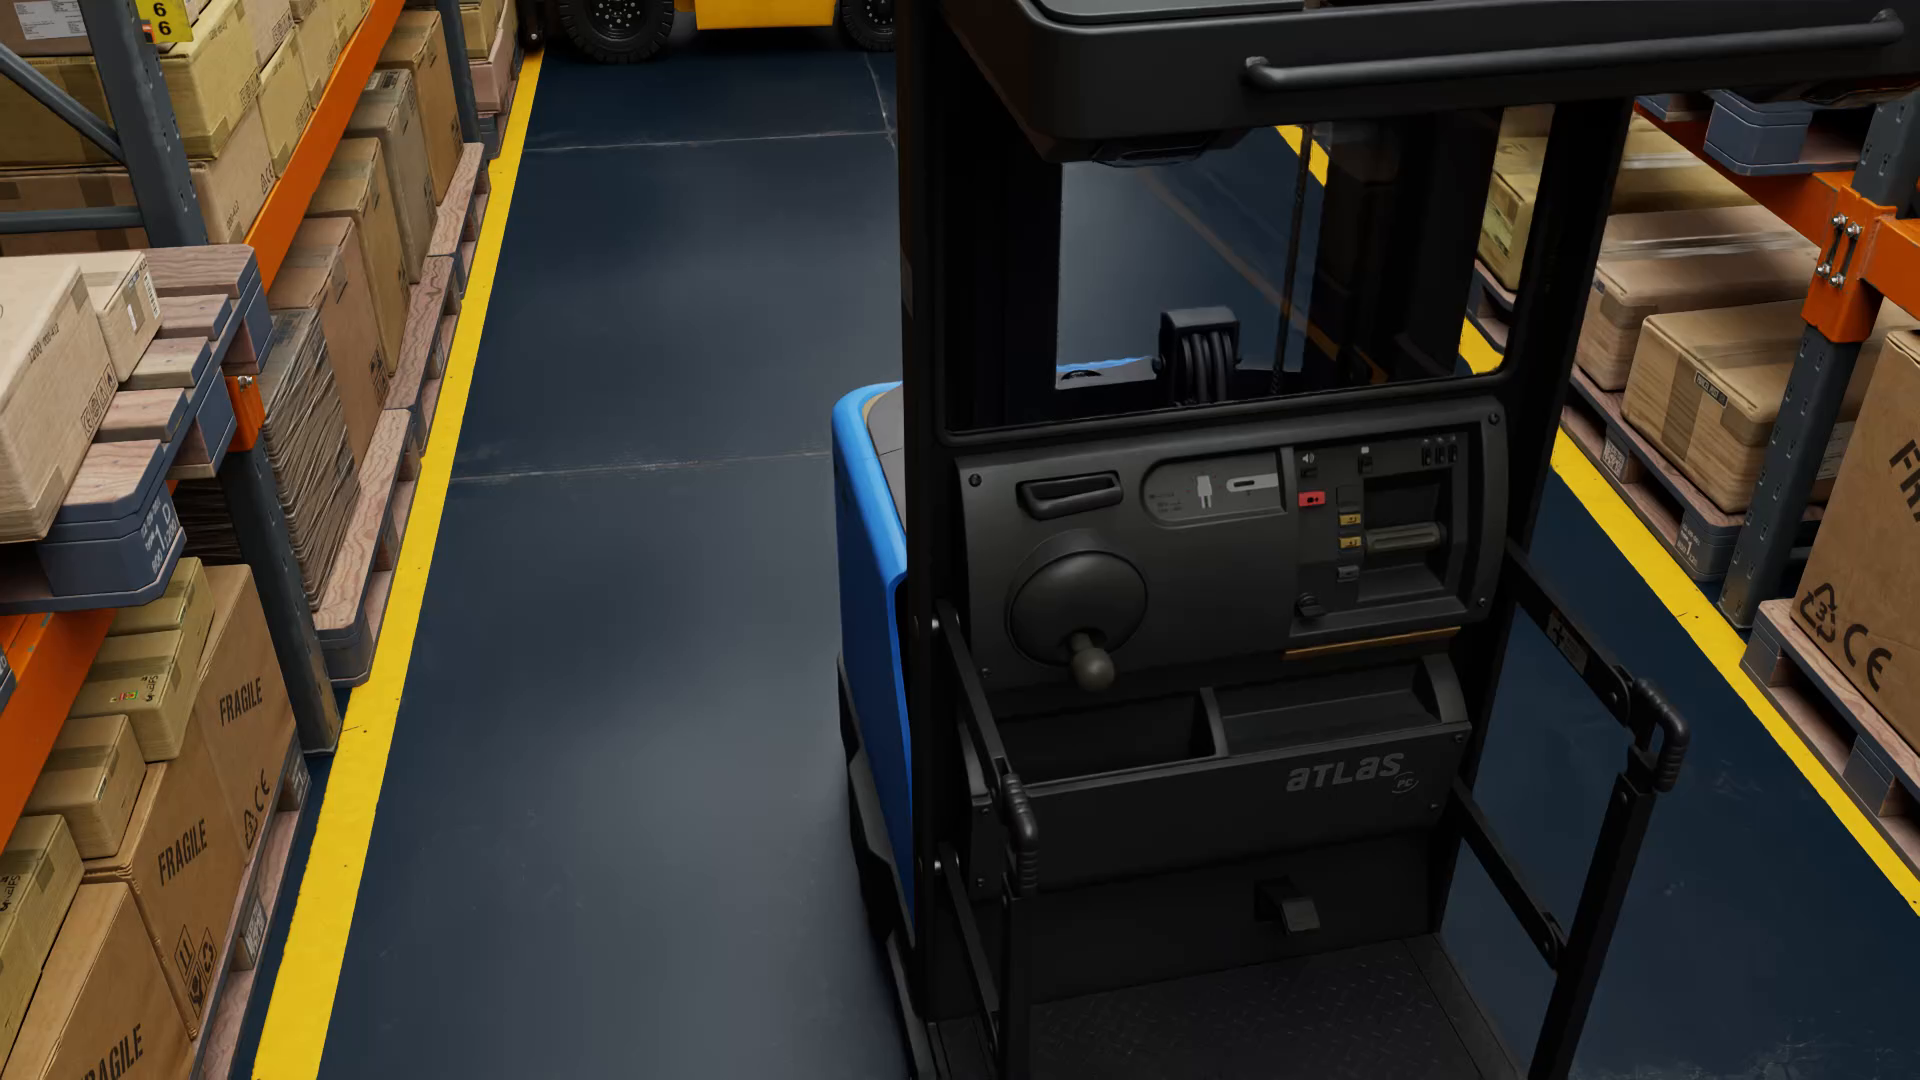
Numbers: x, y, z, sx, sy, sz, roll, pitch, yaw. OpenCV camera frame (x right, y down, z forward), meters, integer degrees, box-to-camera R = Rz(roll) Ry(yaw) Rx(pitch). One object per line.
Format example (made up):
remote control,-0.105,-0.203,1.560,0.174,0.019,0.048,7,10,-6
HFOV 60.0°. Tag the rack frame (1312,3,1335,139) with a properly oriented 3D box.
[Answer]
rack frame,2.218,-3.276,7.393,1.000,3.000,0.127,-4,35,-6

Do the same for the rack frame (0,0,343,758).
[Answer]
rack frame,-2.163,-0.665,3.563,1.000,3.000,0.127,-4,35,-6

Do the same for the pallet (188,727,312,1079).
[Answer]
pallet,-2.100,0.906,3.733,1.003,0.211,1.213,-4,35,-6

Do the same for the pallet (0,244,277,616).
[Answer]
pallet,-2.002,-0.213,3.070,1.213,0.211,1.003,-4,35,-6

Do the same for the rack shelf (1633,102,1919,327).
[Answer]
rack shelf,2.487,-1.862,5.958,1.077,0.370,4.000,-4,35,-6

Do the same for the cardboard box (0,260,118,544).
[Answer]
cardboard box,-1.700,-0.213,2.659,0.500,0.250,0.500,-6,35,-9

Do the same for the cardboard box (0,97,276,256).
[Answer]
cardboard box,-1.980,-0.870,3.996,0.500,0.250,0.500,-4,35,-6

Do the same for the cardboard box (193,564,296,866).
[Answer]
cardboard box,-1.893,0.414,3.826,0.500,0.500,0.500,-3,34,-5

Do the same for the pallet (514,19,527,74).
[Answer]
pallet,-2.933,-2.875,9.281,1.003,0.211,1.213,-4,35,-6

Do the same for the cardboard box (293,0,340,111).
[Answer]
cardboard box,-2.119,-1.438,4.829,0.500,0.250,0.500,-5,35,-8

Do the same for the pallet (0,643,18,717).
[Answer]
pallet,-1.896,0.499,2.025,1.003,0.211,1.213,-4,35,-6

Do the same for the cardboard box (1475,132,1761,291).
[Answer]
cardboard box,2.486,-1.282,6.428,0.950,0.372,0.625,-3,34,-5

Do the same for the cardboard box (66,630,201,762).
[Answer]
cardboard box,-1.778,0.332,3.370,0.380,0.149,0.250,-6,35,-9

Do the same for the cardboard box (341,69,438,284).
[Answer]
cardboard box,-2.522,-1.366,6.326,0.875,0.625,0.625,-5,35,-7

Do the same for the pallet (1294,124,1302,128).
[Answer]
pallet,2.092,-2.495,8.724,1.003,0.211,1.213,-4,35,-6

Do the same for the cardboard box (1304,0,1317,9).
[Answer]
cardboard box,1.872,-2.933,8.293,0.500,0.500,0.500,-5,35,-7

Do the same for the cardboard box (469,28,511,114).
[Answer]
cardboard box,-2.437,-2.230,7.927,0.500,0.250,0.500,-4,34,-6

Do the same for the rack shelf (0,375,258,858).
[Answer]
rack shelf,-1.894,0.748,2.128,1.077,0.370,4.000,-4,35,-6

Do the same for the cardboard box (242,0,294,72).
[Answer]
cardboard box,-2.046,-1.356,4.265,0.500,0.250,0.500,-3,34,-5

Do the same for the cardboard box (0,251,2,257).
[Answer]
cardboard box,-2.476,-0.835,3.945,0.500,0.250,0.500,-5,35,-7

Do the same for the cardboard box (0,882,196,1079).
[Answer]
cardboard box,-1.763,0.986,2.987,0.500,0.500,0.500,-3,34,-4

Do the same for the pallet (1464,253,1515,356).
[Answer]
pallet,2.491,-1.007,6.540,1.003,0.211,1.213,-4,35,-6

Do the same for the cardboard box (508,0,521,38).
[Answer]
cardboard box,-2.606,-2.798,8.760,0.500,0.250,0.500,-4,34,-6

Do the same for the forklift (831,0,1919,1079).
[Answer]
forklift,0.507,0.070,2.545,1.130,2.935,3.031,-7,35,-10

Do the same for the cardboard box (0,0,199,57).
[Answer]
cardboard box,-1.914,-1.175,3.646,0.380,0.149,0.250,-3,34,-5

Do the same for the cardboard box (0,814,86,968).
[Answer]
cardboard box,-1.796,0.633,2.928,0.380,0.149,0.250,-3,34,-5

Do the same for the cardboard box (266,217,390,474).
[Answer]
cardboard box,-2.329,-0.571,5.160,0.875,0.625,0.625,-3,34,-5

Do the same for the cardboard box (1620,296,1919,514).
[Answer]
cardboard box,2.689,-0.447,5.203,0.950,0.372,0.625,-7,35,-10

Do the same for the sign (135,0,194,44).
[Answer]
sign,-1.626,-1.158,3.327,0.100,0.325,0.005,-4,35,-6

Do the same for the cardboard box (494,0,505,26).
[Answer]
cardboard box,-2.529,-2.716,8.196,0.500,0.250,0.500,-5,35,-7

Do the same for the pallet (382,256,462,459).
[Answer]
pallet,-2.395,-0.655,6.023,1.003,0.211,1.213,-4,35,-6
